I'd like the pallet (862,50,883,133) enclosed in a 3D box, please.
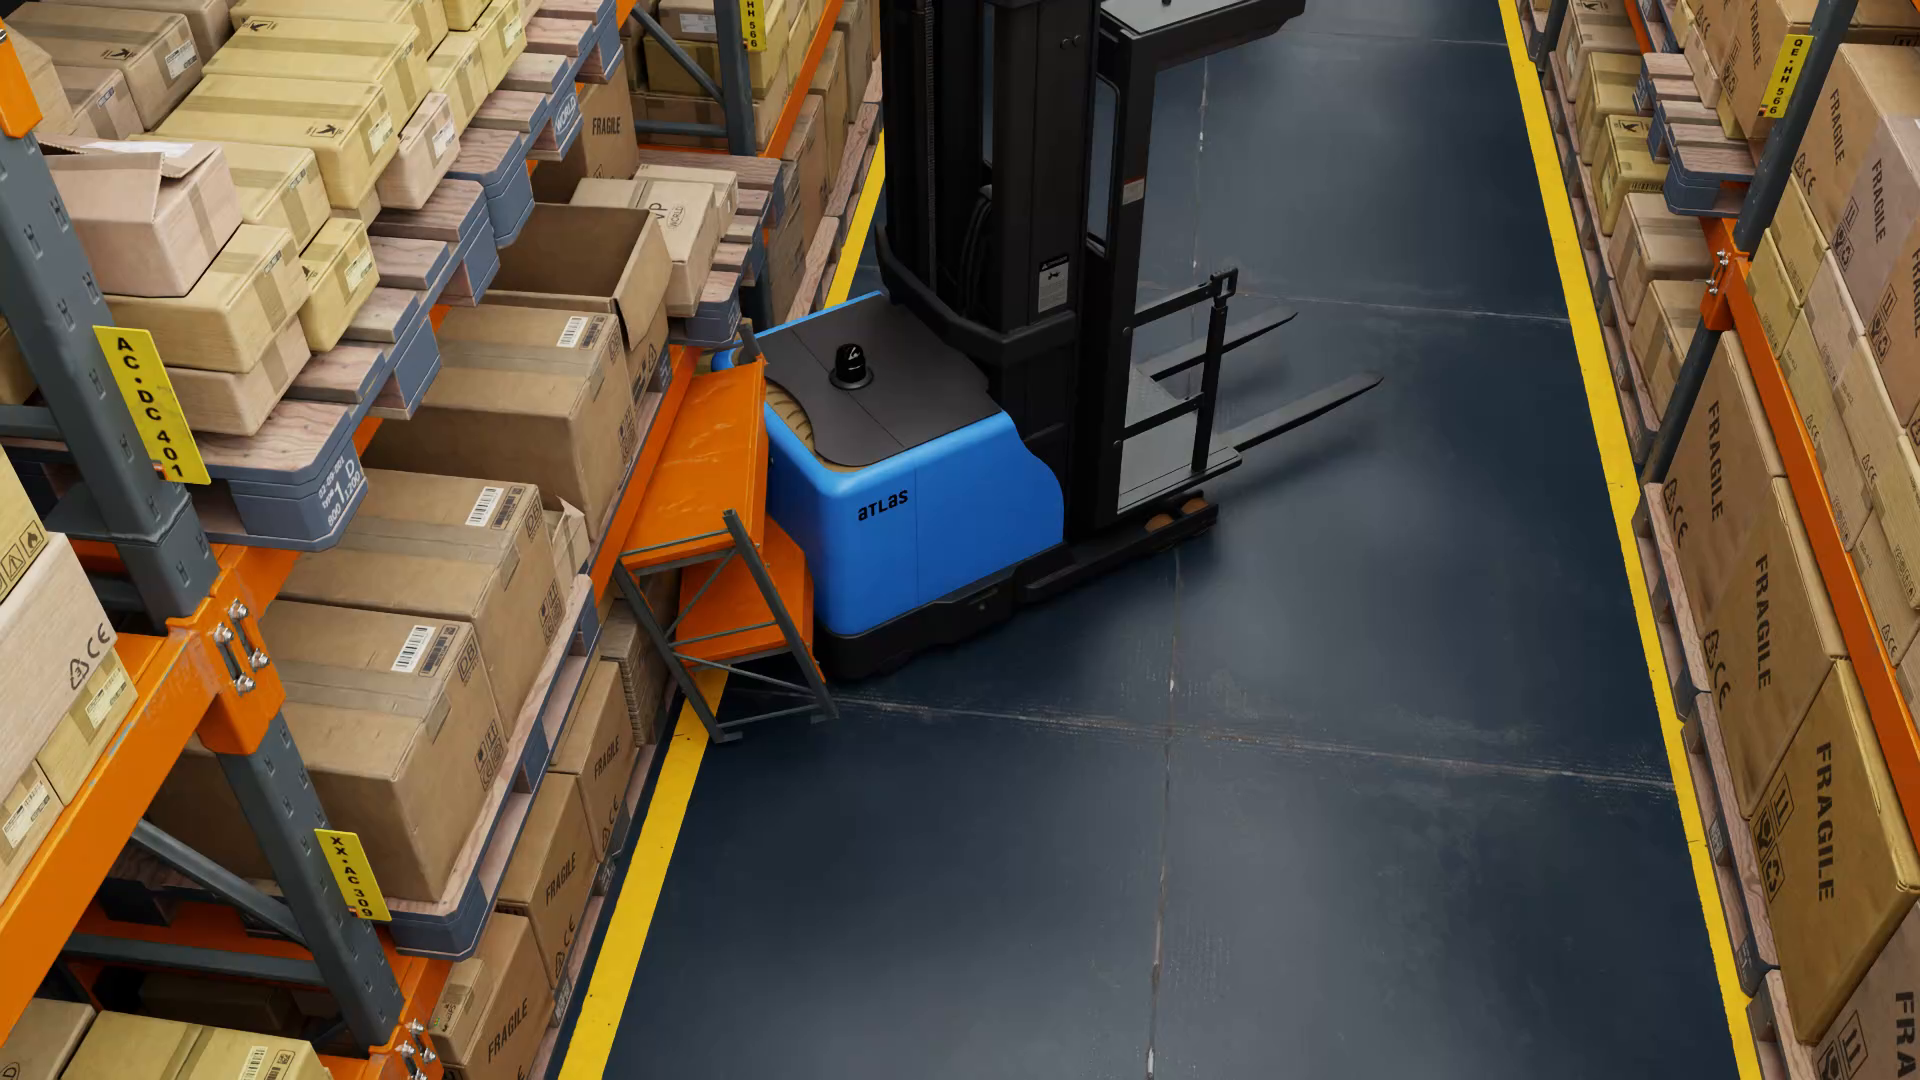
[{"bbox_3d":[-0.883,-2.920,10.203,1.003,0.211,1.213,5,44,6],"label":"pallet"}]

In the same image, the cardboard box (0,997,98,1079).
[{"bbox_3d":[-2.215,1.273,3.639,0.500,0.250,0.500,5,44,5],"label":"cardboard box"}]

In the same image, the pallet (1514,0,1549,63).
[{"bbox_3d":[4.150,-3.438,10.750,1.003,0.211,1.213,5,44,6],"label":"pallet"}]

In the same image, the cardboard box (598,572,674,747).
[{"bbox_3d":[-1.389,0.403,6.177,0.500,0.500,0.500,4,44,4],"label":"cardboard box"}]

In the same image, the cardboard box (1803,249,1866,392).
[{"bbox_3d":[3.187,-0.716,5.592,0.500,0.250,0.500,6,44,7],"label":"cardboard box"}]

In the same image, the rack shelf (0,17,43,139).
[{"bbox_3d":[-1.617,-2.121,3.782,1.077,0.370,4.000,5,44,6],"label":"rack shelf"}]

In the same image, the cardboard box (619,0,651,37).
[{"bbox_3d":[-1.510,-2.224,6.895,0.380,0.149,0.250,7,44,7],"label":"cardboard box"}]

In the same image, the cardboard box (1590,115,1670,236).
[{"bbox_3d":[3.848,-1.866,8.667,0.950,0.372,0.625,7,44,7],"label":"cardboard box"}]

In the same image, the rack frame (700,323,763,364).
[{"bbox_3d":[-0.893,-0.376,6.701,0.500,1.125,0.032,-13,44,9],"label":"rack frame"}]

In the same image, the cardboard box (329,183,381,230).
[{"bbox_3d":[-1.443,-0.696,3.448,0.380,0.149,0.250,6,44,6],"label":"cardboard box"}]

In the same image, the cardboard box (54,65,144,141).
[{"bbox_3d":[-1.921,-0.845,3.389,0.380,0.149,0.250,4,44,5],"label":"cardboard box"}]

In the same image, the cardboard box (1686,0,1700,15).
[{"bbox_3d":[3.475,-2.593,7.235,0.500,0.500,0.500,3,43,3],"label":"cardboard box"}]

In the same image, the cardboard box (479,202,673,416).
[{"bbox_3d":[-1.385,-0.773,5.527,0.797,0.503,0.637,4,44,5],"label":"cardboard box"}]

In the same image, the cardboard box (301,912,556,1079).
[{"bbox_3d":[-1.595,1.459,5.062,0.500,0.500,0.500,7,44,7],"label":"cardboard box"}]

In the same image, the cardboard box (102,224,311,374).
[{"bbox_3d":[-1.407,-0.445,2.967,0.380,0.149,0.250,6,44,7],"label":"cardboard box"}]

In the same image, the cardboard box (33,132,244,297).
[{"bbox_3d":[-1.496,-0.605,2.835,0.396,0.266,0.258,5,44,5],"label":"cardboard box"}]

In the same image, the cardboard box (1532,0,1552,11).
[{"bbox_3d":[3.908,-3.571,10.557,0.500,0.250,0.500,7,44,7],"label":"cardboard box"}]

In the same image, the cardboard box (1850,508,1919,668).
[{"bbox_3d":[3.066,0.146,5.045,0.500,0.250,0.500,5,44,6],"label":"cardboard box"}]

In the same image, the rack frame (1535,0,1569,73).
[{"bbox_3d":[4.097,-3.990,9.304,1.000,3.000,0.127,5,44,6],"label":"rack frame"}]

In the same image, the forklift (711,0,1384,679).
[{"bbox_3d":[0.526,-1.296,6.509,3.031,2.935,1.130,-24,48,-23],"label":"forklift"}]

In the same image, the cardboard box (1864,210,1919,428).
[{"bbox_3d":[3.121,-0.659,4.987,0.500,0.500,0.500,6,44,7],"label":"cardboard box"}]

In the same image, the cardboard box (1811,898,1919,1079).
[{"bbox_3d":[3.042,1.651,4.586,0.875,0.875,0.875,6,44,7],"label":"cardboard box"}]

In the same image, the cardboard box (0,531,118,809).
[{"bbox_3d":[-1.697,0.222,2.567,0.500,0.250,0.500,5,44,6],"label":"cardboard box"}]

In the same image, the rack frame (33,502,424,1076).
[{"bbox_3d":[-1.882,1.014,4.020,1.000,3.000,0.127,5,44,6],"label":"rack frame"}]

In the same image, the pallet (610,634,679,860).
[{"bbox_3d":[-1.653,0.635,6.449,1.003,0.211,1.213,5,44,6],"label":"pallet"}]

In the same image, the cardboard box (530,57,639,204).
[{"bbox_3d":[-1.576,-1.565,6.365,0.500,0.500,0.500,7,44,7],"label":"cardboard box"}]

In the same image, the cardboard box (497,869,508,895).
[{"bbox_3d":[-1.588,0.941,5.137,0.380,0.149,0.250,3,44,3],"label":"cardboard box"}]

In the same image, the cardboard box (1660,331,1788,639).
[{"bbox_3d":[3.394,-0.182,6.522,0.875,0.875,0.875,5,44,5],"label":"cardboard box"}]

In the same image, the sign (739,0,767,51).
[{"bbox_3d":[-0.814,-2.061,6.483,0.100,0.325,0.005,5,44,6],"label":"sign"}]

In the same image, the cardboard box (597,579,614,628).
[{"bbox_3d":[-1.453,0.231,5.888,0.380,0.149,0.250,5,44,6],"label":"cardboard box"}]

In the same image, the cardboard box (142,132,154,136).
[{"bbox_3d":[-1.877,-0.739,3.494,0.380,0.149,0.250,4,44,4],"label":"cardboard box"}]

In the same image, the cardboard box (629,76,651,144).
[{"bbox_3d":[-1.547,-1.988,7.299,0.500,0.250,0.500,4,44,5],"label":"cardboard box"}]

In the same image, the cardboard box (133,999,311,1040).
[{"bbox_3d":[-2.110,1.407,5.117,0.500,0.500,0.500,5,44,5],"label":"cardboard box"}]

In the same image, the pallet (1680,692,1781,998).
[{"bbox_3d":[3.225,1.108,5.948,1.003,0.211,1.213,5,44,6],"label":"pallet"}]

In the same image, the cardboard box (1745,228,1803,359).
[{"bbox_3d":[3.254,-0.899,6.149,0.500,0.250,0.500,5,44,5],"label":"cardboard box"}]

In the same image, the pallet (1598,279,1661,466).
[{"bbox_3d":[3.673,-0.784,7.946,1.003,0.211,1.213,5,44,6],"label":"pallet"}]

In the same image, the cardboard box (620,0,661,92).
[{"bbox_3d":[-1.569,-2.171,7.129,0.500,0.250,0.500,6,44,6],"label":"cardboard box"}]

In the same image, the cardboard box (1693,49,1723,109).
[{"bbox_3d":[3.331,-1.935,7.011,0.380,0.149,0.250,5,44,5],"label":"cardboard box"}]

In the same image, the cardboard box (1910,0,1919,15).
[{"bbox_3d":[3.857,-1.846,6.446,0.500,0.500,0.500,4,44,4],"label":"cardboard box"}]

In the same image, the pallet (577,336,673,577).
[{"bbox_3d":[-1.605,-0.317,5.565,1.003,0.211,1.213,5,44,6],"label":"pallet"}]

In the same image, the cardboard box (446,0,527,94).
[{"bbox_3d":[-1.273,-1.209,3.991,0.380,0.149,0.250,6,44,7],"label":"cardboard box"}]

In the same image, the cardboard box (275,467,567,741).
[{"bbox_3d":[-1.527,0.162,4.541,0.700,0.500,0.500,6,44,6],"label":"cardboard box"}]

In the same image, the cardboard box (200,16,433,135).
[{"bbox_3d":[-1.359,-0.980,3.532,0.380,0.149,0.250,5,44,5],"label":"cardboard box"}]

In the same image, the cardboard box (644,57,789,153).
[{"bbox_3d":[-1.052,-1.938,7.247,0.500,0.250,0.500,5,44,6],"label":"cardboard box"}]

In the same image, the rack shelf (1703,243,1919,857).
[{"bbox_3d":[3.303,0.360,5.233,1.077,0.370,4.000,5,44,6],"label":"rack shelf"}]

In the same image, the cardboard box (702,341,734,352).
[{"bbox_3d":[-1.167,-0.833,7.011,0.380,0.149,0.250,3,44,3],"label":"cardboard box"}]

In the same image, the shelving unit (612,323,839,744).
[{"bbox_3d":[-0.871,-0.019,6.341,0.538,1.125,1.048,-13,44,9],"label":"shelving unit"}]

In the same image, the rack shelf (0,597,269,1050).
[{"bbox_3d":[-2.146,1.549,1.797,1.077,0.370,4.000,5,44,6],"label":"rack shelf"}]

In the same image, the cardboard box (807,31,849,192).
[{"bbox_3d":[-1.089,-2.331,8.975,0.875,0.625,0.625,4,44,4],"label":"cardboard box"}]
